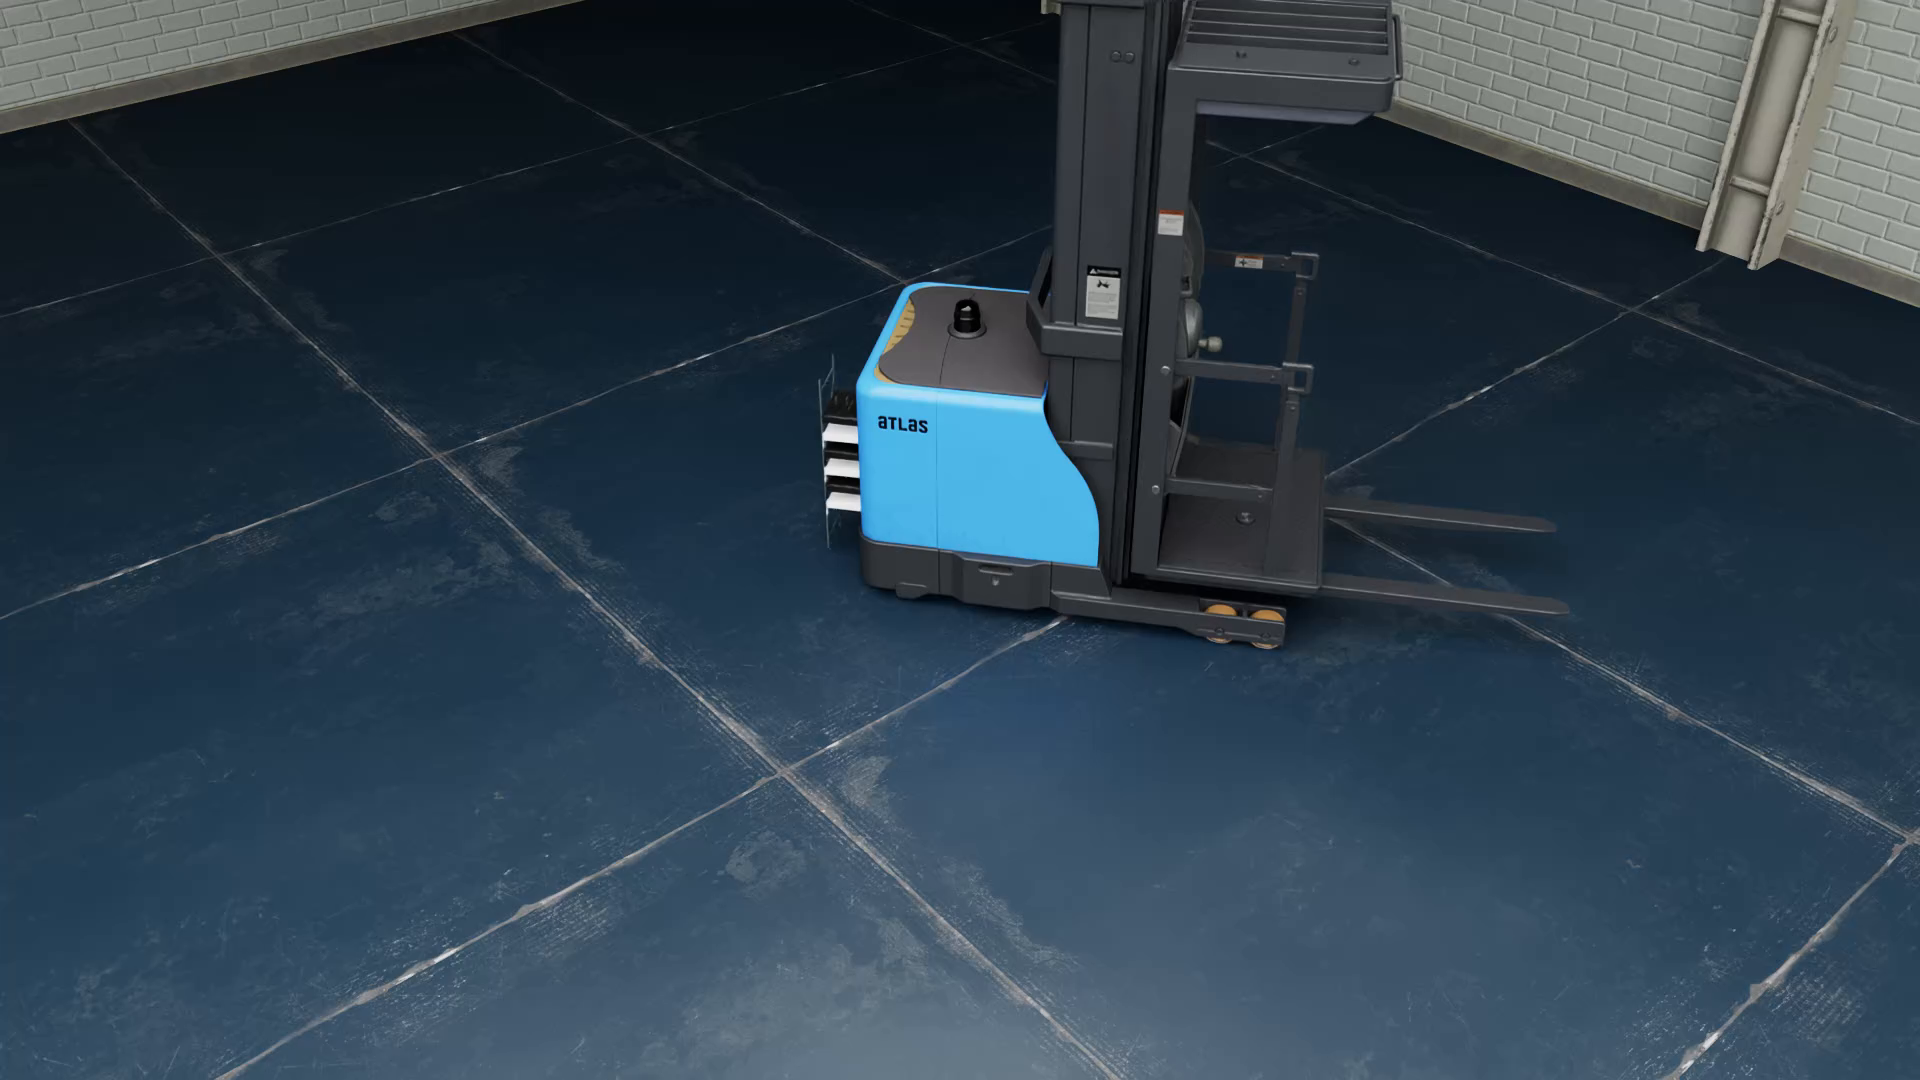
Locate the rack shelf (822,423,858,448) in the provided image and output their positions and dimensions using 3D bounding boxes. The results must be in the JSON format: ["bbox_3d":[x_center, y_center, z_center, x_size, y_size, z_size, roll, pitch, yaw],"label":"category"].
[{"bbox_3d":[-0.484,-0.498,7.421,0.200,0.077,0.258,7,36,9],"label":"rack shelf"}]

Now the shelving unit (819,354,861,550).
[{"bbox_3d":[-0.484,-0.379,7.506,0.210,0.900,0.258,7,36,9],"label":"shelving unit"}]

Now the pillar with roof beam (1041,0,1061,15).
[{"bbox_3d":[-2.366,-6.489,9.126,9.100,9.000,0.400,-26,43,-32],"label":"pillar with roof beam"}]

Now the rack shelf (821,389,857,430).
[{"bbox_3d":[-0.484,-0.572,7.369,0.200,0.077,0.258,7,36,9],"label":"rack shelf"}]

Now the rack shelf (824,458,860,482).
[{"bbox_3d":[-0.484,-0.351,7.525,0.200,0.077,0.258,7,36,9],"label":"rack shelf"}]

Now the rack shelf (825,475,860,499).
[{"bbox_3d":[-0.484,-0.278,7.577,0.200,0.077,0.258,7,36,9],"label":"rack shelf"}]

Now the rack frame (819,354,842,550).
[{"bbox_3d":[-0.584,-0.390,7.522,0.006,0.900,0.240,7,36,9],"label":"rack frame"}]

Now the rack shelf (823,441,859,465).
[{"bbox_3d":[-0.484,-0.425,7.473,0.200,0.077,0.258,7,36,9],"label":"rack shelf"}]

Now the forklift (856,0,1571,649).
[{"bbox_3d":[1.125,-1.068,6.721,3.031,2.935,1.130,7,36,9],"label":"forklift"}]

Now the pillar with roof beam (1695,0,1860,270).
[{"bbox_3d":[1.506,-3.840,5.385,9.100,9.000,0.400,-26,43,-32],"label":"pillar with roof beam"}]

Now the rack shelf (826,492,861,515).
[{"bbox_3d":[-0.484,-0.205,7.629,0.200,0.077,0.258,7,36,9],"label":"rack shelf"}]
